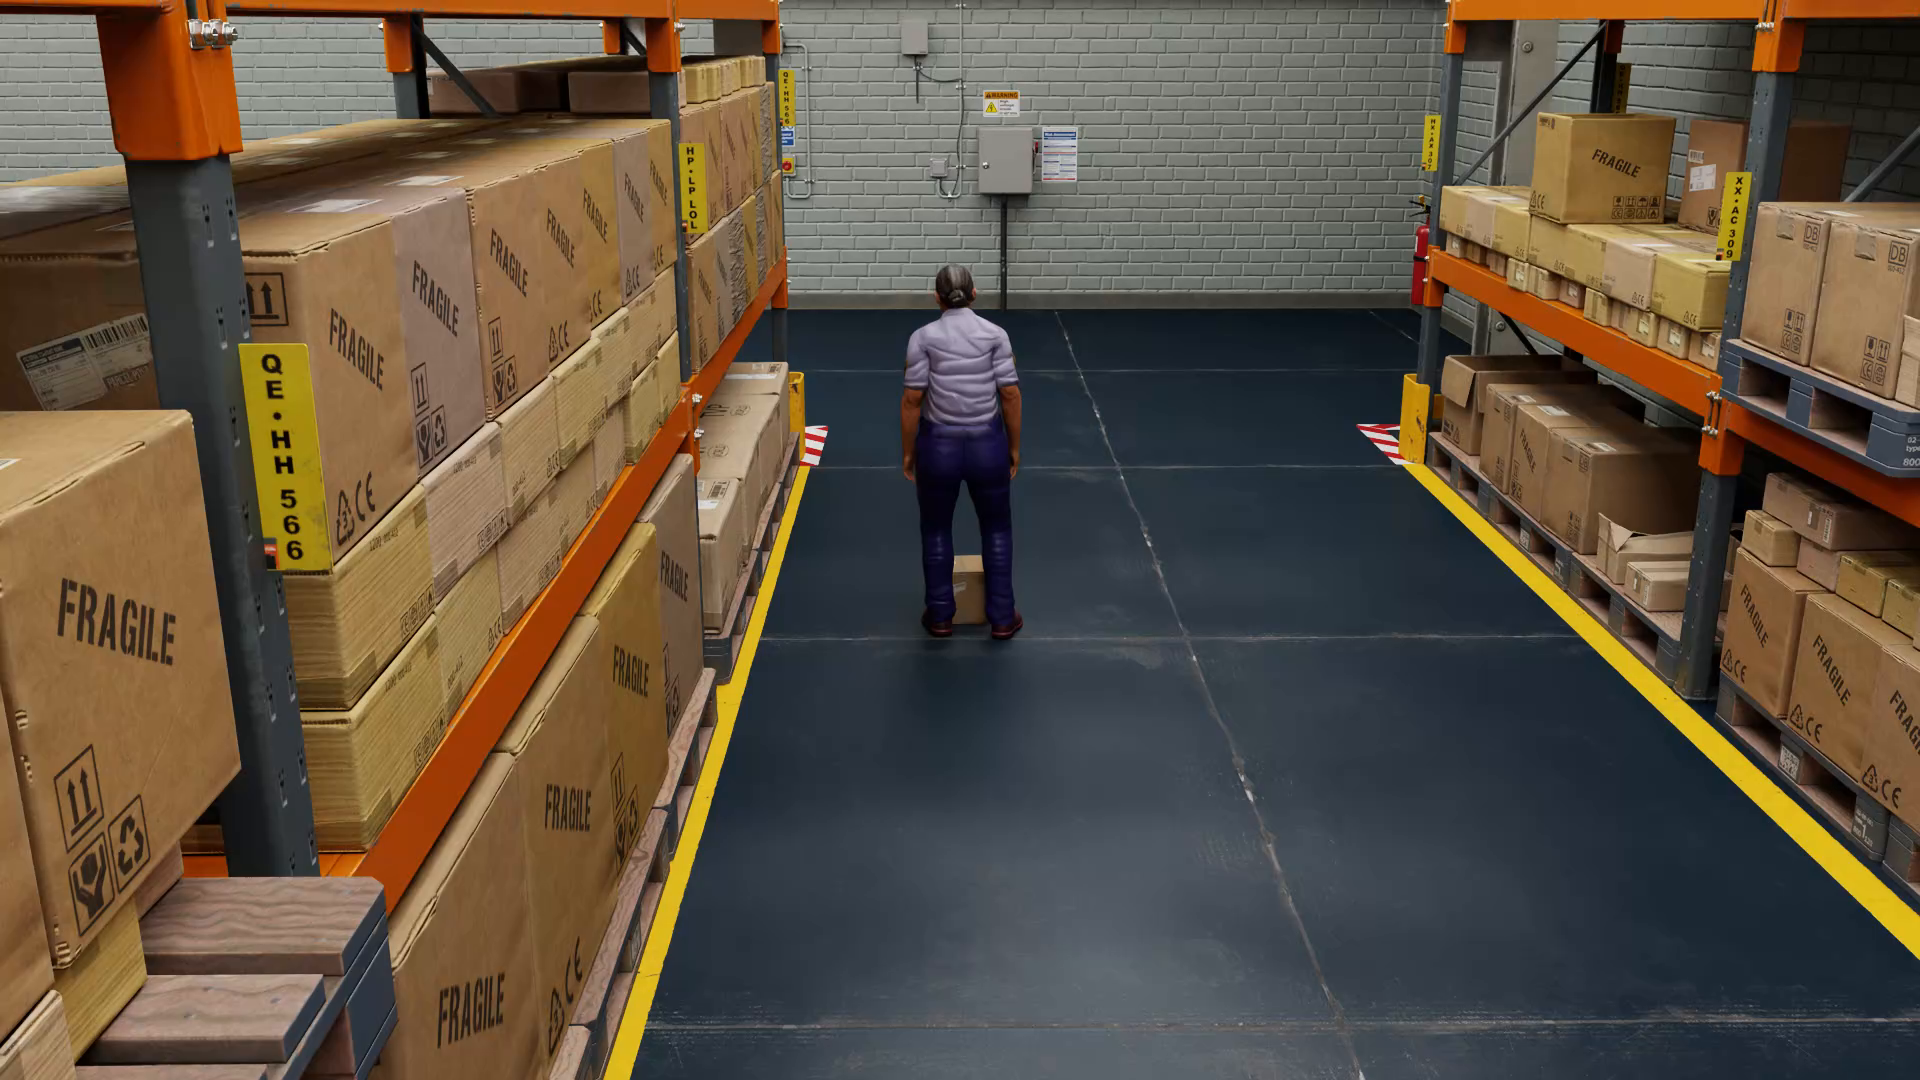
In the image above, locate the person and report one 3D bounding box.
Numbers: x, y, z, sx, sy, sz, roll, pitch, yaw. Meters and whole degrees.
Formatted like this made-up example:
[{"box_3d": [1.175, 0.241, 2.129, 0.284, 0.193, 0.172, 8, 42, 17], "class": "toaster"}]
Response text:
[{"box_3d": [0.016, -0.366, 7.281, 0.553, 1.625, 0.425, -1, 17, -4], "class": "person"}]
